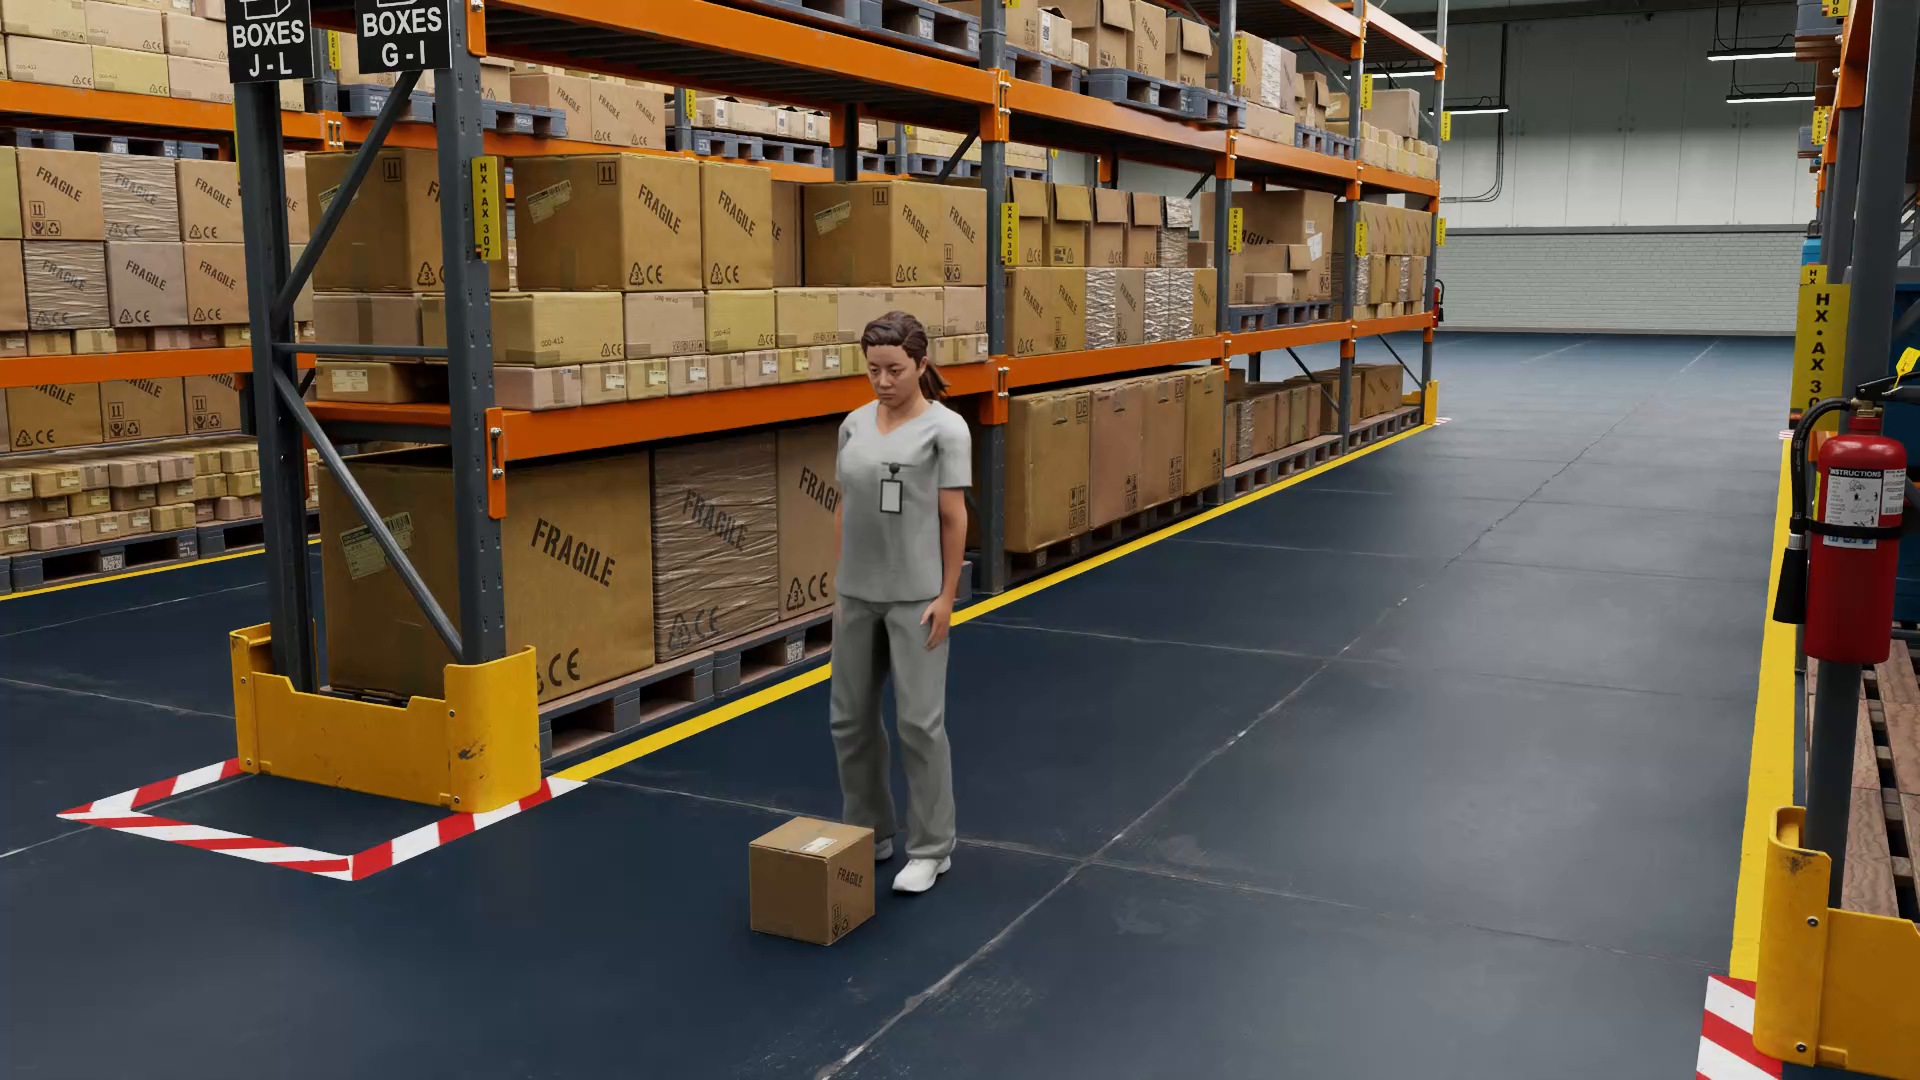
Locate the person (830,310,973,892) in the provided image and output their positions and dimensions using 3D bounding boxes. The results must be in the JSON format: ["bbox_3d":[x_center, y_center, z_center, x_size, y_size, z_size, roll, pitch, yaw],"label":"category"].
[{"bbox_3d":[-0.173,0.173,4.839,0.443,1.672,0.367,5,10,27],"label":"person"}]
